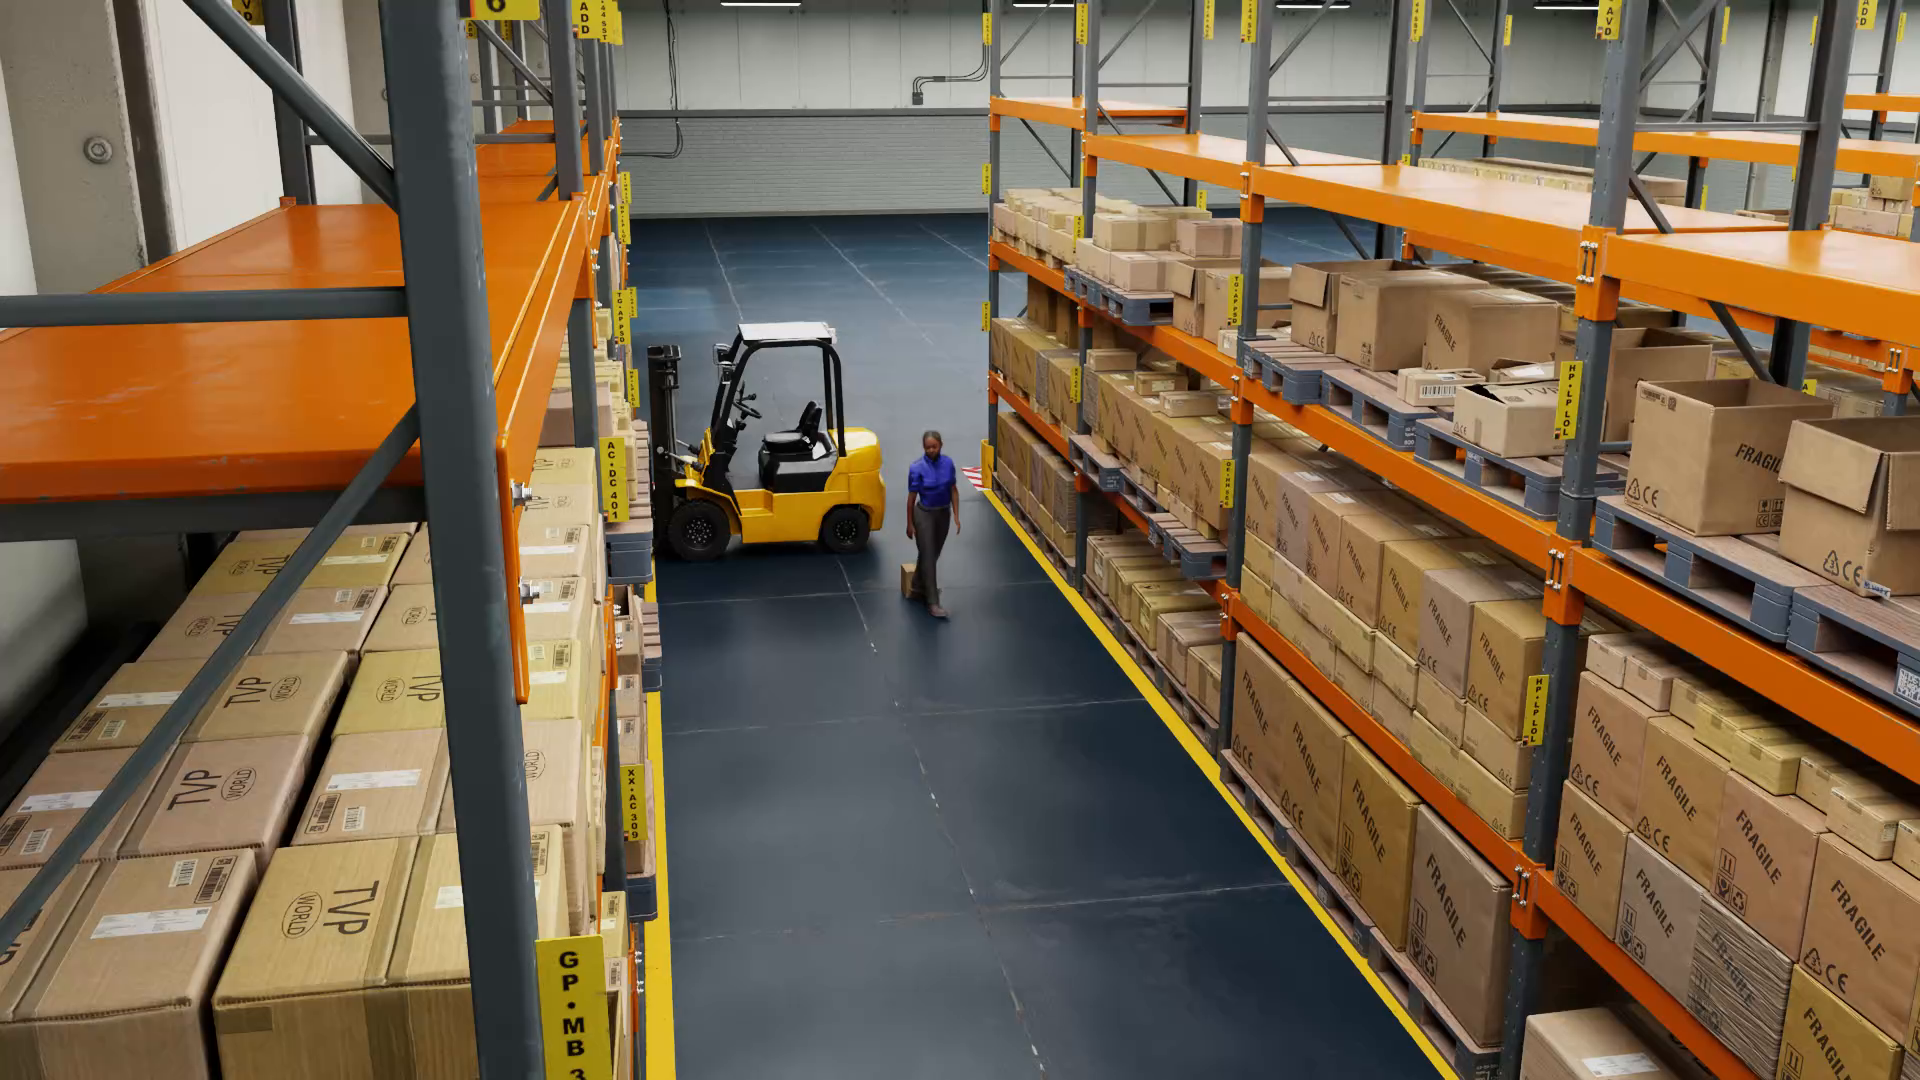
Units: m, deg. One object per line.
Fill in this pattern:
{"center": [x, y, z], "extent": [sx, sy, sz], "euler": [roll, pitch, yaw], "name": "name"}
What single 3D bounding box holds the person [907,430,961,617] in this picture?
{"center": [-0.258, -0.193, 14.688], "extent": [0.482, 1.645, 0.692], "euler": [-11, 20, -33], "name": "person"}
